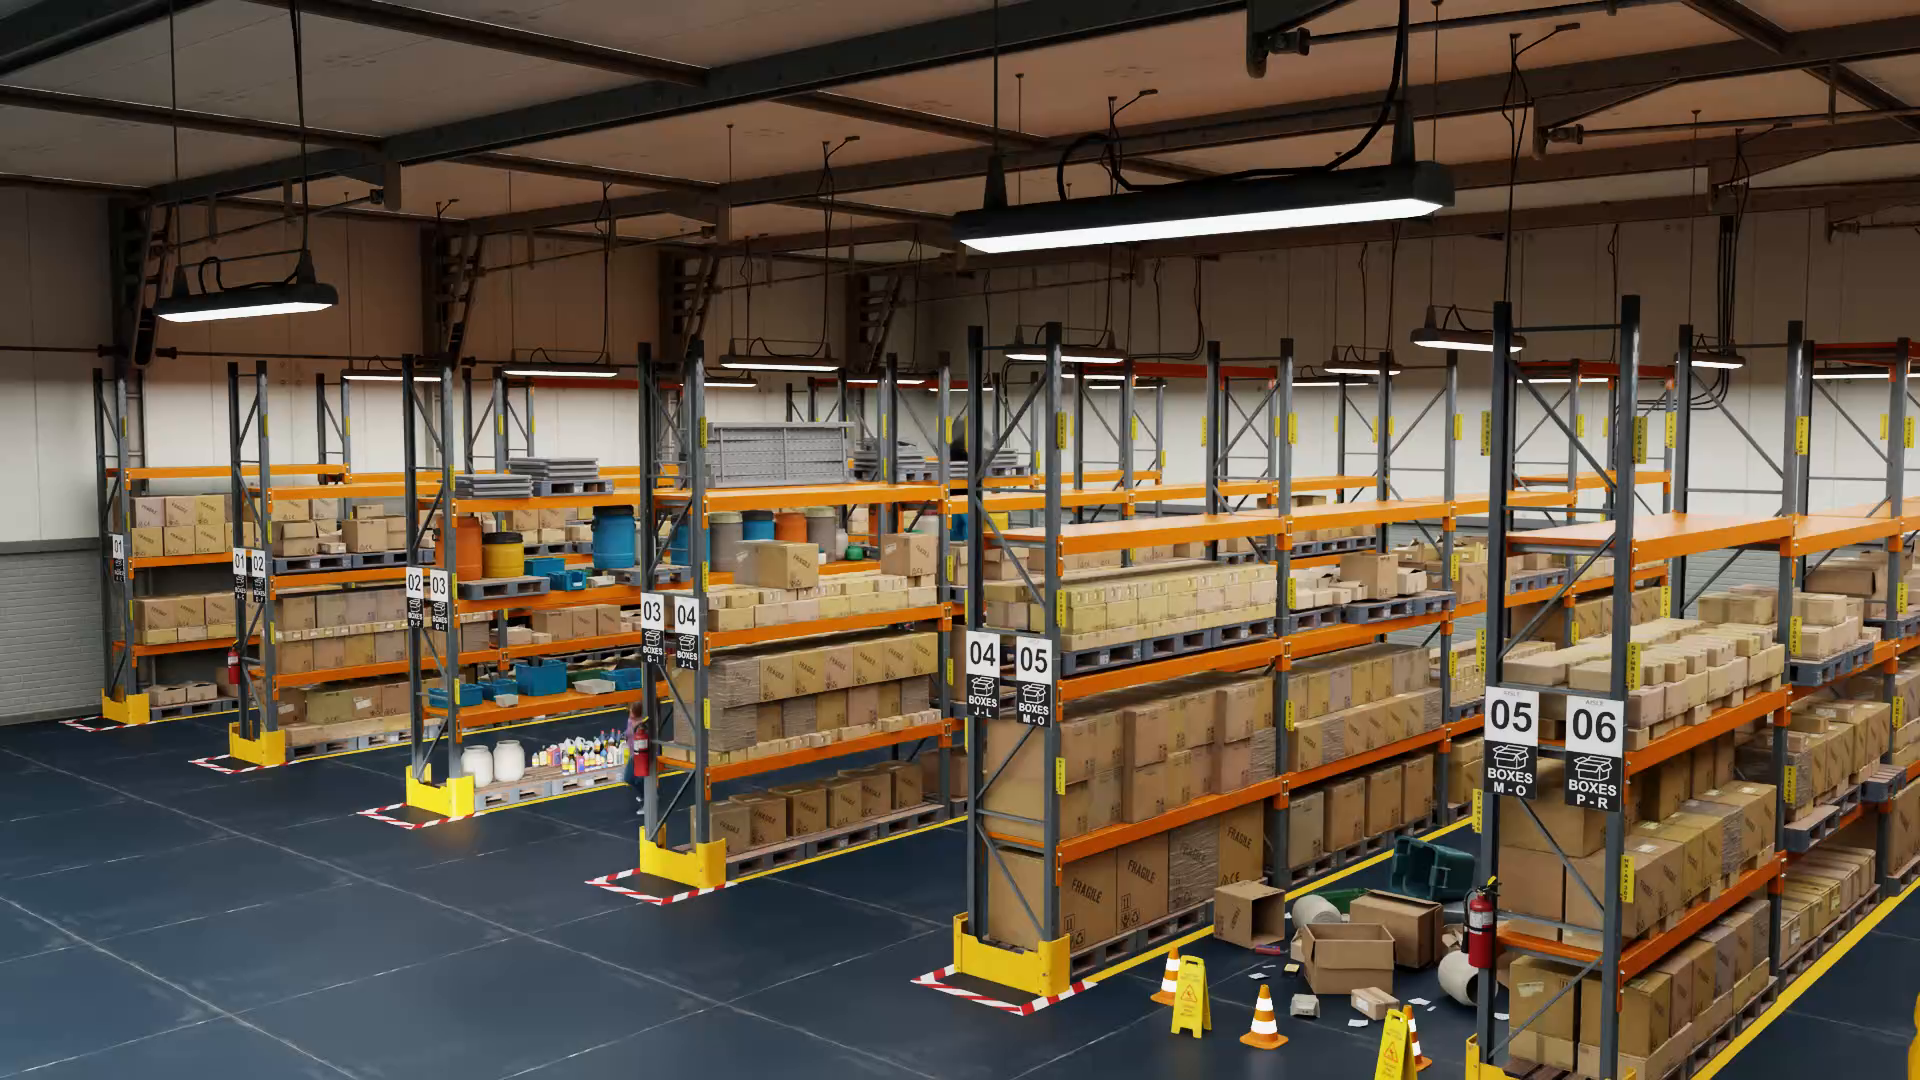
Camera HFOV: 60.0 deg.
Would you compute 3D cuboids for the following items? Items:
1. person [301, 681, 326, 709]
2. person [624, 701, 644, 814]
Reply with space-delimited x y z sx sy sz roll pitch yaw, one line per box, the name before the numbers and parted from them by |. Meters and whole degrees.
person | -10.652 2.334 27.580 0.616 1.629 0.521 2 5 28
person | -4.128 2.819 21.632 0.685 1.500 0.609 4 6 40
